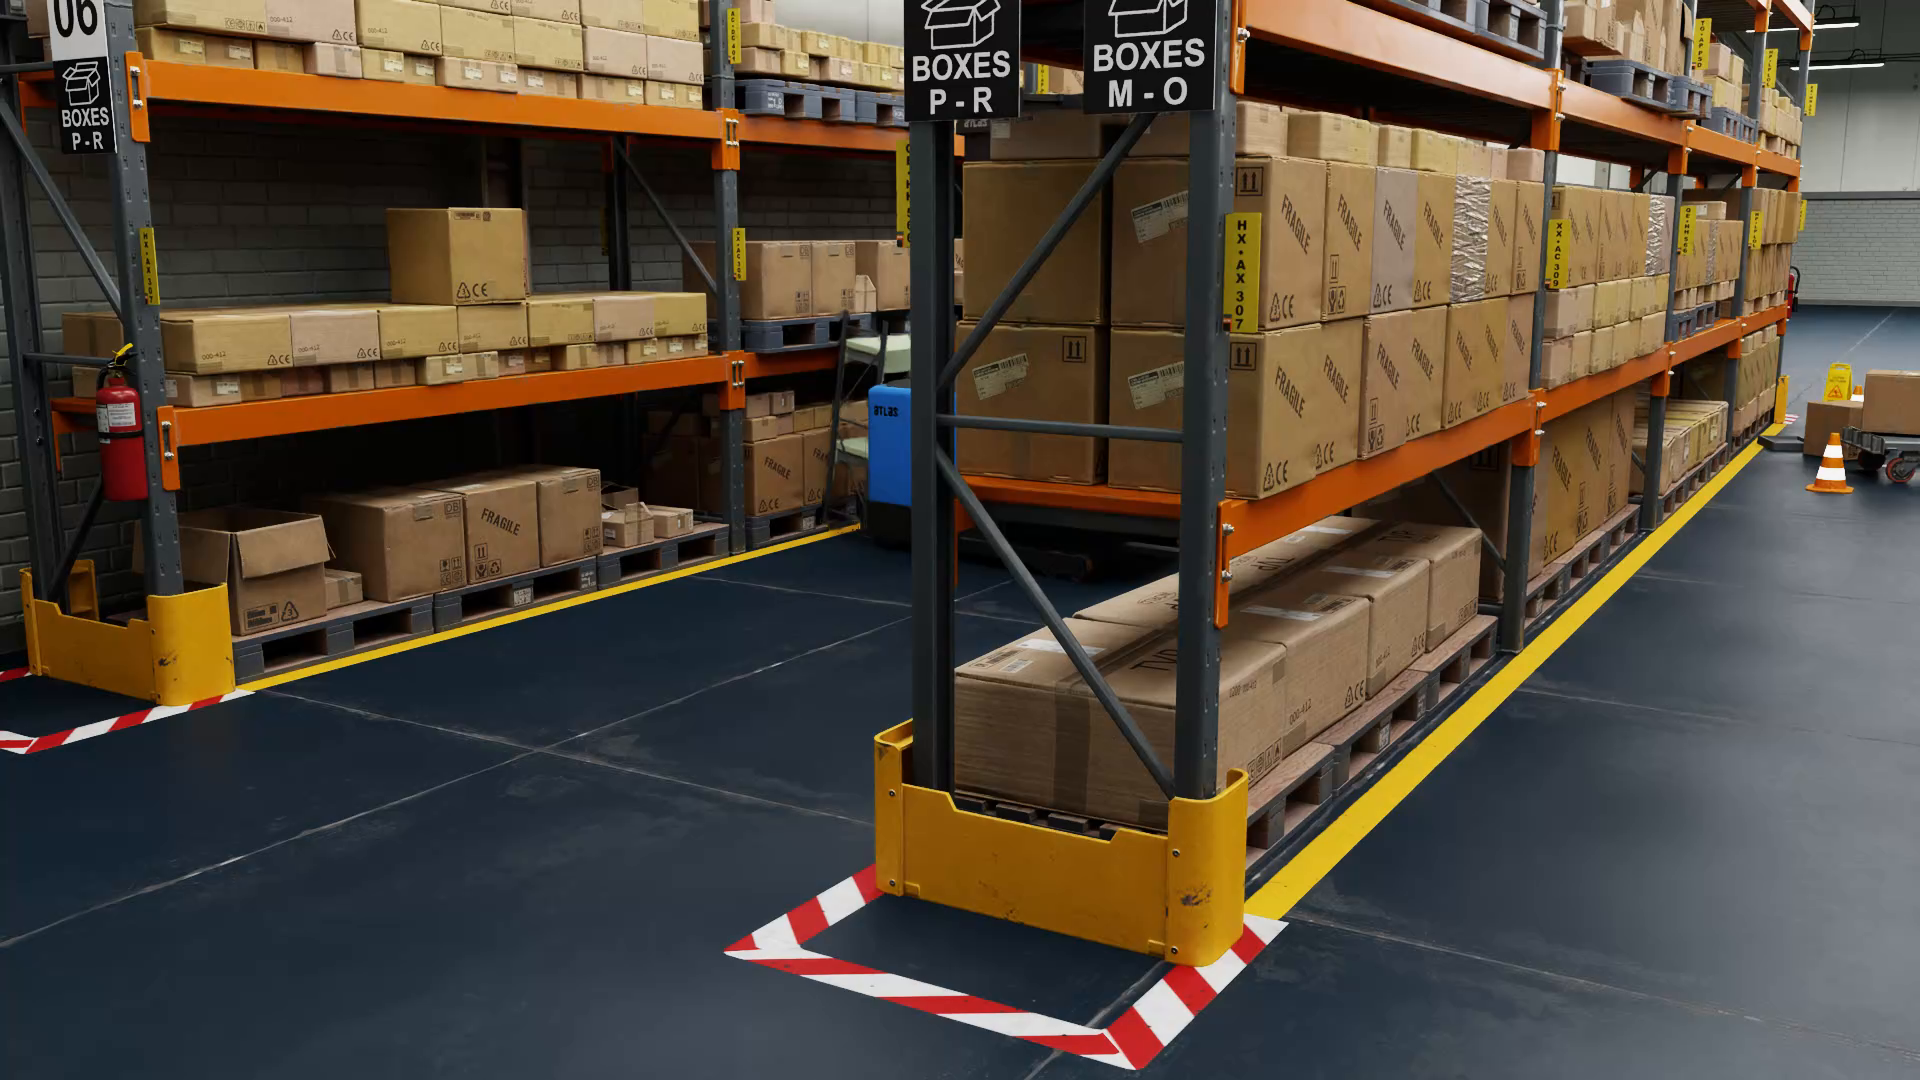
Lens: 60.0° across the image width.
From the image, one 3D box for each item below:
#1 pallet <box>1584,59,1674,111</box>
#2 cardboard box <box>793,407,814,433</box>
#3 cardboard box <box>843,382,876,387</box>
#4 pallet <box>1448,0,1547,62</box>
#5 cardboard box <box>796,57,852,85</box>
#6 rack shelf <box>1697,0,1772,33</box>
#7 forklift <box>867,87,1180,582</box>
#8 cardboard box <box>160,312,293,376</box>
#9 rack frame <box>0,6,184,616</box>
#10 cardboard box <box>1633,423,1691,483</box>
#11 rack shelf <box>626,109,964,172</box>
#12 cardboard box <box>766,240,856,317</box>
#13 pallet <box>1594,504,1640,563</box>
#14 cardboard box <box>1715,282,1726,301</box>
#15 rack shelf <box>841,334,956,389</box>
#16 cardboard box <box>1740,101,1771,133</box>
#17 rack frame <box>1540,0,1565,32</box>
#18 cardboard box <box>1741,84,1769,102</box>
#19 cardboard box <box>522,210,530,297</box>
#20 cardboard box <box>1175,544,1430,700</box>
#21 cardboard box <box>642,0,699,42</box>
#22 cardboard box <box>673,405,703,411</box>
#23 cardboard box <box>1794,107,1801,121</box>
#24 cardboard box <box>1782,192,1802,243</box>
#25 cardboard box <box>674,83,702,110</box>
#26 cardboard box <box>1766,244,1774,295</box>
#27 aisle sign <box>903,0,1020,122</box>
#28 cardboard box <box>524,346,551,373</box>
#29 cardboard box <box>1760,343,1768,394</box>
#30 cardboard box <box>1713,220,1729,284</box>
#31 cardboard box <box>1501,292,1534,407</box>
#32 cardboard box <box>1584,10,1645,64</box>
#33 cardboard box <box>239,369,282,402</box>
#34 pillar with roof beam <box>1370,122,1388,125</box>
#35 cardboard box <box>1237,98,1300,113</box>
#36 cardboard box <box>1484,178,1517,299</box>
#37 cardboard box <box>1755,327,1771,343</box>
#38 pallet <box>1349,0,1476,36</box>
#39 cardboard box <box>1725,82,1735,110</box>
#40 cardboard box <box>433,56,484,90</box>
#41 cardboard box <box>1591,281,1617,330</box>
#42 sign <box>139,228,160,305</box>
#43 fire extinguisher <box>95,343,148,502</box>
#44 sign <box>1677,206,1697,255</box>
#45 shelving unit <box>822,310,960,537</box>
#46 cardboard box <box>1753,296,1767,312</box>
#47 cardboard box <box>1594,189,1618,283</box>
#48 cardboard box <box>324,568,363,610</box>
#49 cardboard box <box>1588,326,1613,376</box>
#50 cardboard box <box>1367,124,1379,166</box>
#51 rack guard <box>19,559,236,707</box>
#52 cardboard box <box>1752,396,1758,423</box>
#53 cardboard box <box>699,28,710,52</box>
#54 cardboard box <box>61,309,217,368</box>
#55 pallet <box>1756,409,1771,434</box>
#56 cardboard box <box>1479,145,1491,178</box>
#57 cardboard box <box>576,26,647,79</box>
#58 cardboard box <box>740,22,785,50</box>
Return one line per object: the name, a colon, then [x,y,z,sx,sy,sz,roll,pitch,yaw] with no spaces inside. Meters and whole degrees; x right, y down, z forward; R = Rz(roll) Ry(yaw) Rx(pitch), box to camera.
pallet: [3.591,-2.682,9.906,1.003,0.211,1.213,7,13,33]
cardboard box: [-1.248,-0.848,11.634,0.380,0.149,0.250,6,12,28]
cardboard box: [-0.765,-1.181,13.416,0.380,0.149,0.250,6,12,28]
pallet: [1.947,-2.257,7.364,1.003,0.211,1.213,6,12,31]
cardboard box: [-0.952,-3.161,11.222,0.380,0.149,0.250,7,12,31]
rack shelf: [5.496,-4.296,12.905,1.077,0.370,4.000,6,12,31]
forklift: [0.828,-1.299,10.340,3.031,2.935,1.130,9,14,39]
cardboard box: [-3.474,-0.917,7.713,0.500,0.250,0.500,6,12,31]
rack frame: [-3.940,-0.799,7.483,1.000,3.000,0.127,6,12,31]
cardboard box: [5.136,-0.703,12.971,0.950,0.372,0.625,6,12,30]
rack shelf: [-0.825,-2.863,12.314,1.077,0.370,4.000,6,12,31]
cardboard box: [-1.152,-1.819,11.523,0.700,0.500,0.500,7,12,31]
pallet: [3.984,-0.096,11.307,1.003,0.211,1.213,6,12,31]
cardboard box: [6.119,-2.064,13.782,0.380,0.149,0.250,7,12,31]
rack shelf: [-0.438,-1.215,11.521,0.431,0.370,0.720,20,20,37]
cardboard box: [6.997,-3.802,14.974,0.500,0.250,0.500,6,12,29]
rack frame: [2.381,-3.903,7.762,1.000,3.000,0.127,6,12,31]
cardboard box: [6.977,-3.973,14.806,0.380,0.149,0.250,6,12,30]
cardboard box: [-2.864,-1.660,9.646,0.500,0.500,0.500,6,12,29]
cardboard box: [1.499,0.328,7.286,0.875,0.438,0.875,6,12,29]
cardboard box: [-1.919,-3.118,9.961,0.500,0.250,0.500,6,12,31]
cardboard box: [-1.786,-0.852,11.655,0.380,0.149,0.250,6,12,31]
cardboard box: [8.688,-4.503,17.633,0.380,0.149,0.250,7,12,31]
cardboard box: [8.087,-3.258,16.823,0.700,0.500,0.500,6,12,30]
cardboard box: [-1.797,-2.694,10.138,0.380,0.149,0.250,6,12,30]
cardboard box: [7.759,-2.690,16.508,0.500,0.500,0.500,7,12,31]
aisle sign: [0.002,-1.621,4.812,0.394,0.787,0.004,6,12,31]
cardboard box: [-2.541,-1.032,9.414,0.380,0.149,0.250,7,12,32]
cardboard box: [7.882,-1.753,16.873,0.500,0.500,0.500,6,12,29]
cardboard box: [5.961,-2.361,13.606,0.500,0.500,0.500,7,13,33]
cardboard box: [2.359,-0.906,7.784,0.500,0.500,0.500,7,12,31]
cardboard box: [3.629,-2.823,9.368,0.396,0.266,0.258,8,13,35]
cardboard box: [-3.442,-0.745,7.880,0.380,0.149,0.250,7,13,32]
pillar with roof beam: [10.030,-6.773,23.091,9.100,9.000,0.400,6,12,31]
cardboard box: [3.392,-4.763,18.813,0.797,0.503,0.637,7,13,33]
cardboard box: [2.102,-1.315,7.253,0.500,0.500,0.500,6,12,30]
cardboard box: [8.013,-2.088,16.901,0.380,0.149,0.250,7,13,33]
pallet: [1.313,-2.066,6.343,1.003,0.211,1.213,6,12,31]
cardboard box: [6.088,-3.635,13.746,0.500,0.250,0.500,7,12,31]
cardboard box: [-2.697,-2.409,8.618,0.380,0.149,0.250,6,12,31]
cardboard box: [3.382,-1.330,9.370,0.500,0.250,0.500,7,12,31]
sign: [-3.476,-1.172,7.127,0.100,0.325,0.005,6,12,31]
fire extinguisher: [-3.621,-0.510,7.165,0.296,0.674,0.183,6,12,31]
sign: [4.934,-2.100,11.287,0.100,0.325,0.005,6,12,31]
shelving unit: [-0.484,-0.843,11.630,0.431,1.500,0.755,20,20,37]
cardboard box: [7.644,-2.308,16.228,0.380,0.149,0.250,6,12,31]
cardboard box: [3.358,-1.698,9.297,0.500,0.500,0.500,6,12,29]
cardboard box: [-3.287,0.246,8.509,0.380,0.149,0.250,6,12,28]
cardboard box: [3.382,-1.085,9.420,0.500,0.250,0.500,6,12,30]
cardboard box: [1.246,-1.381,5.844,0.380,0.149,0.250,7,12,31]
rack guard: [-3.900,0.418,7.777,1.175,0.500,0.348,6,12,31]
cardboard box: [7.612,-1.303,16.508,0.500,0.250,0.500,6,12,30]
cardboard box: [-1.807,-3.239,10.827,0.380,0.149,0.250,6,12,30]
cardboard box: [-3.928,-0.969,7.991,0.500,0.250,0.500,7,13,32]
pallet: [8.120,-1.334,17.923,1.003,0.211,1.213,6,12,31]
cardboard box: [2.126,-1.665,7.361,0.380,0.149,0.250,6,12,31]
cardboard box: [-2.160,-2.792,9.579,0.500,0.250,0.500,6,12,29]
cardboard box: [-1.333,-3.185,10.543,0.380,0.149,0.250,7,13,32]
